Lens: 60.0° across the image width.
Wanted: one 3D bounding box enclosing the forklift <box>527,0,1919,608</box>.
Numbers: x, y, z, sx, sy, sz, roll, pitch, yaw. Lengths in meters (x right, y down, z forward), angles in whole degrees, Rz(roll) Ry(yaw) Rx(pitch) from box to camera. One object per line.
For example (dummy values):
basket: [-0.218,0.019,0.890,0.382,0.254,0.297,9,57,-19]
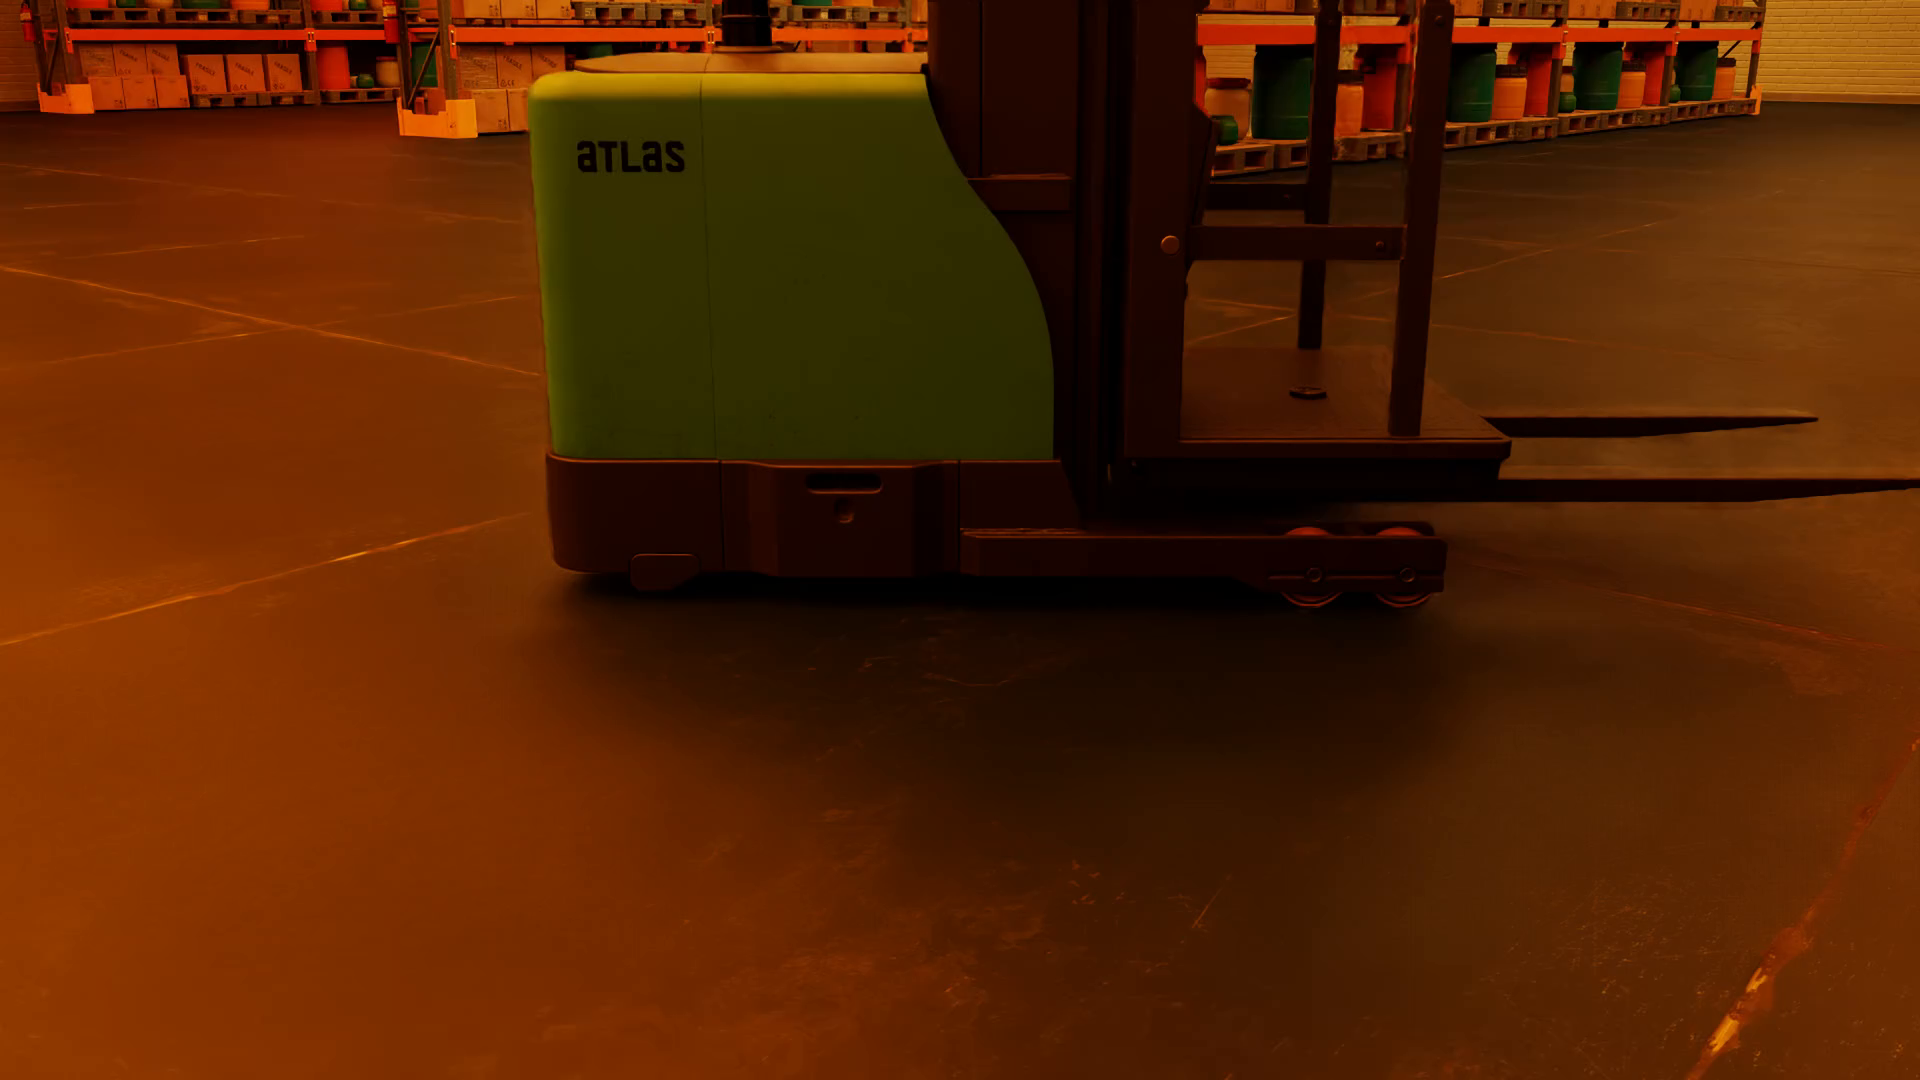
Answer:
forklift: [0.646,-1.417,3.562,3.031,2.935,1.130,0,17,0]
